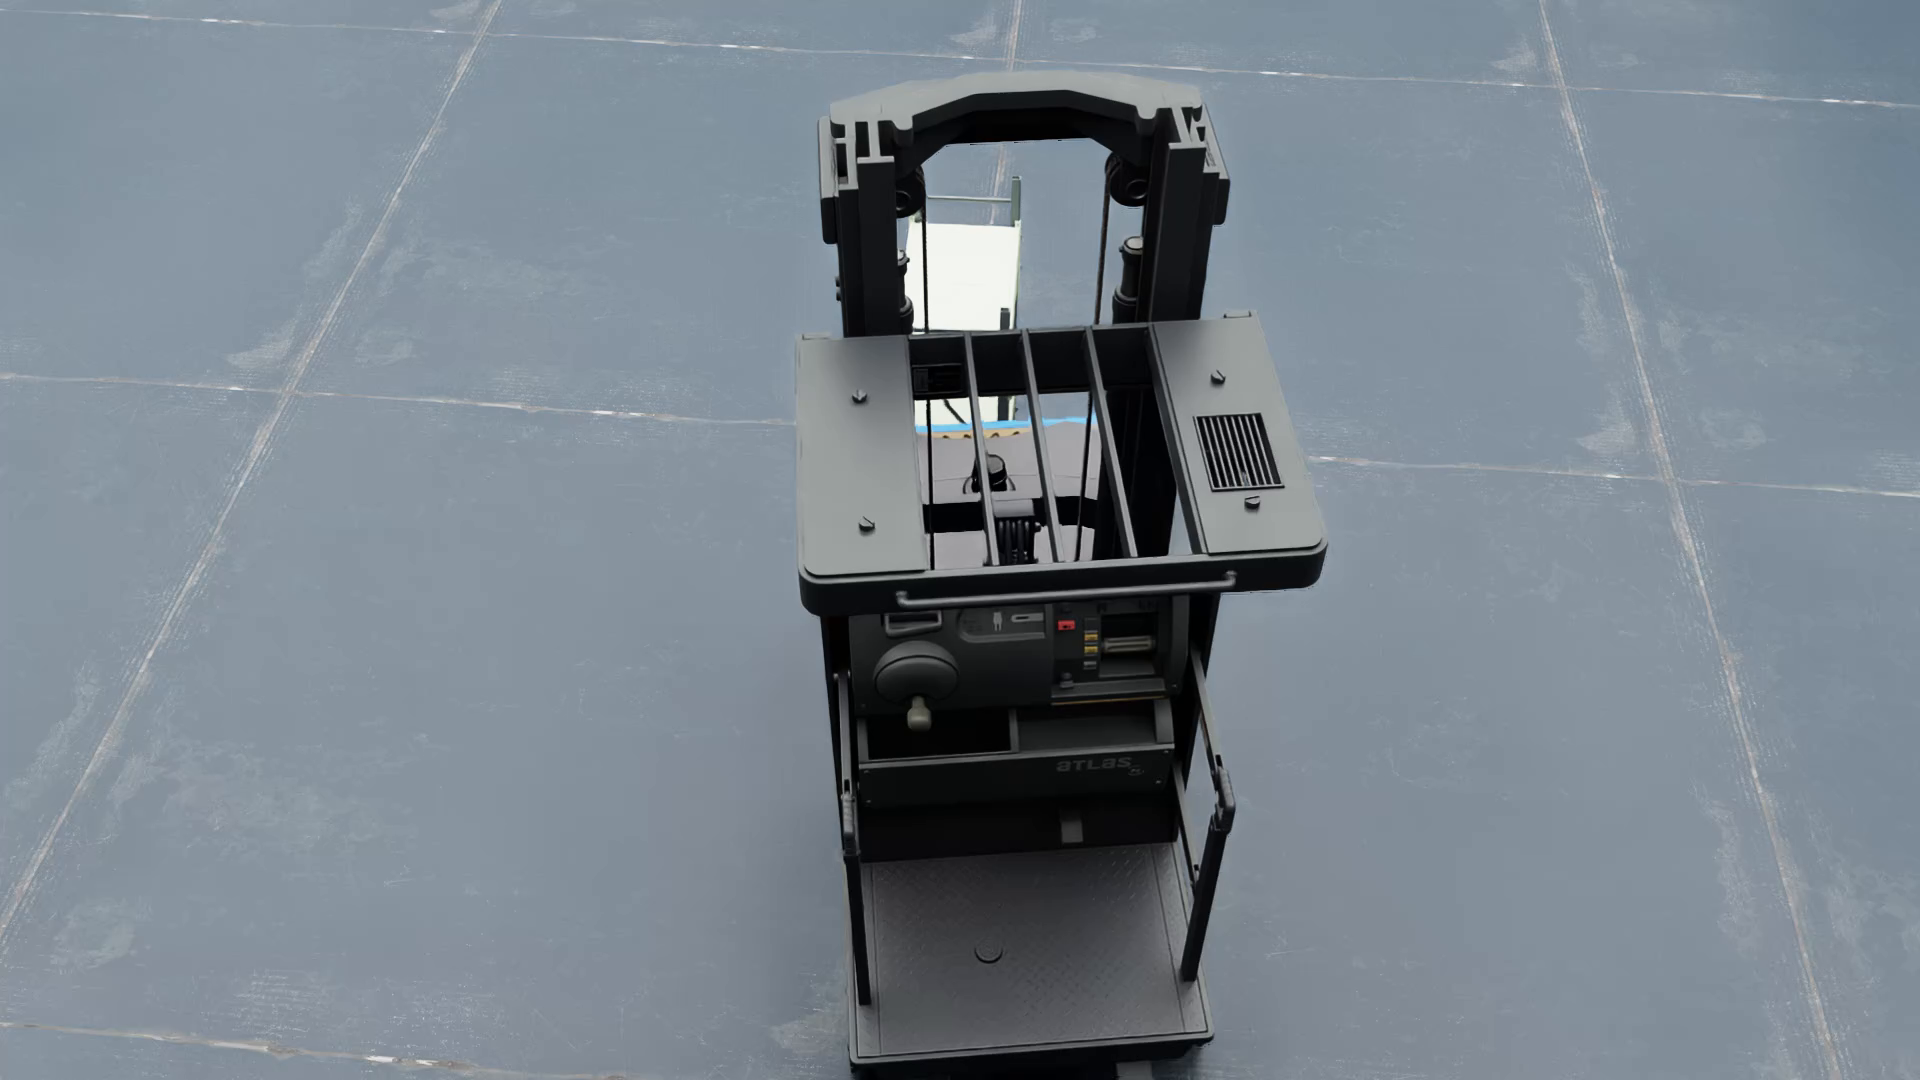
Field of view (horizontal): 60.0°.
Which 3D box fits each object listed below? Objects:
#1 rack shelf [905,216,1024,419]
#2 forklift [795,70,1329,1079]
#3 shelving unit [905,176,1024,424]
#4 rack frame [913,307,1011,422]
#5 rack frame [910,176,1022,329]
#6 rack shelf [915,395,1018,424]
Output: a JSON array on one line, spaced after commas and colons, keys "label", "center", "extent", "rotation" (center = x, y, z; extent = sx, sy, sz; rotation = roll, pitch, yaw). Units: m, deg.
[{"label": "rack shelf", "center": [-0.008, -0.789, 5.952], "extent": [0.431, 0.370, 0.720], "rotation": [3, 48, 3]}, {"label": "forklift", "center": [0.182, 0.411, 4.414], "extent": [1.130, 2.935, 3.031], "rotation": [-3, 48, -3]}, {"label": "shelving unit", "center": [-0.008, -0.525, 6.240], "extent": [0.431, 1.500, 0.755], "rotation": [3, 48, 3]}, {"label": "rack frame", "center": [-0.035, -0.256, 5.994], "extent": [0.400, 1.500, 0.023], "rotation": [3, 48, 3]}, {"label": "rack frame", "center": [0.019, -0.795, 6.486], "extent": [0.400, 1.500, 0.023], "rotation": [3, 48, 3]}, {"label": "rack shelf", "center": [-0.008, -0.305, 6.480], "extent": [0.431, 0.370, 0.720], "rotation": [3, 48, 3]}]
